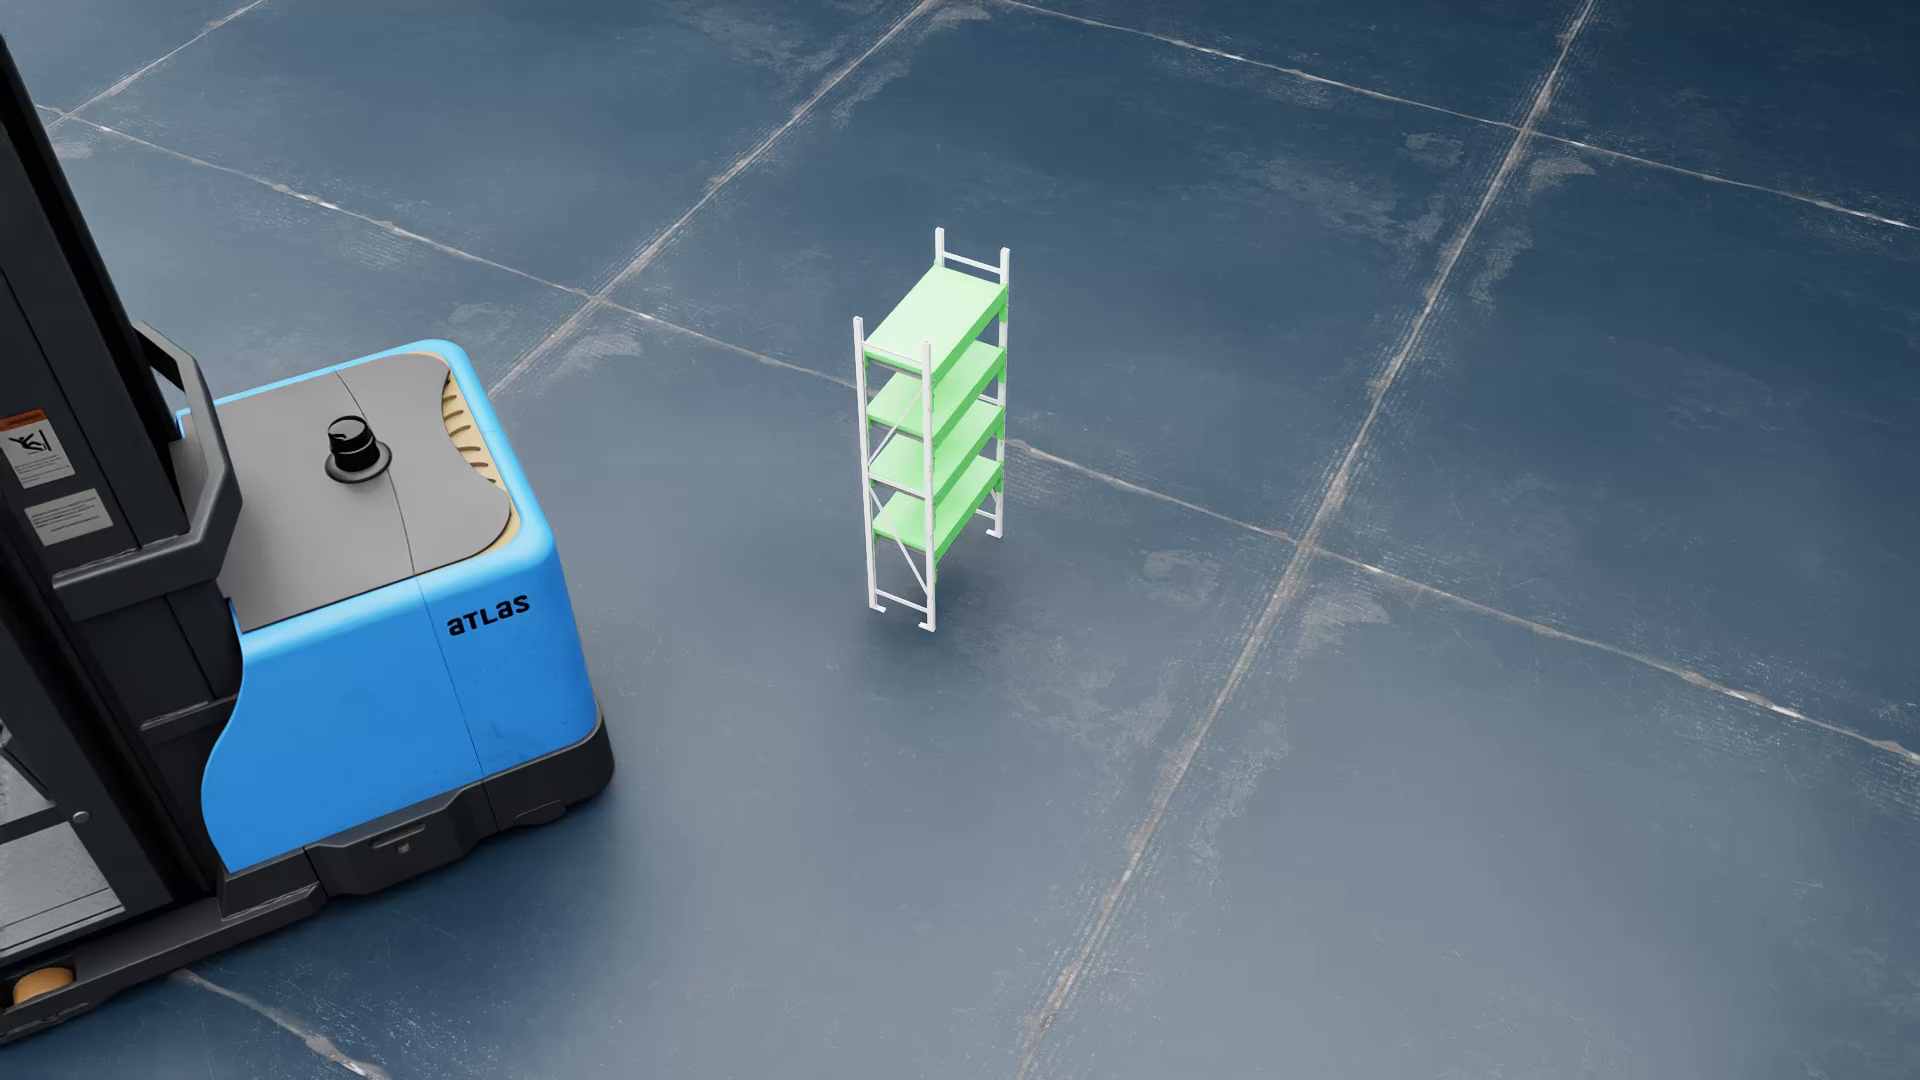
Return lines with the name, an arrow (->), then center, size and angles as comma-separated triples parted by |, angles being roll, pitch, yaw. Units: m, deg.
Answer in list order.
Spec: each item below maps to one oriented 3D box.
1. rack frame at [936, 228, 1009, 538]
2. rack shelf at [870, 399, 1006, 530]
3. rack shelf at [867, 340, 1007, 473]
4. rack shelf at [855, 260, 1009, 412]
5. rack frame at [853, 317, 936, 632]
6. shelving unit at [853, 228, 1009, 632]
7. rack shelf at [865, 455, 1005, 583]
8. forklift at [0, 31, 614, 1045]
rack frame -> 0.036, -0.471, 5.372 | 0.240, 1.200, 0.015 | 20, 49, 19
rack shelf -> -0.077, -0.273, 5.266 | 0.258, 0.148, 0.480 | 20, 49, 19
rack shelf -> -0.077, -0.441, 5.095 | 0.258, 0.148, 0.480 | 20, 49, 19
rack shelf -> -0.077, -0.610, 4.924 | 0.258, 0.148, 0.480 | 20, 49, 19
rack frame -> -0.190, -0.164, 5.068 | 0.240, 1.200, 0.015 | 20, 49, 19
shelving unit -> -0.077, -0.317, 5.220 | 0.258, 1.200, 0.503 | 20, 49, 19
rack shelf -> -0.077, -0.104, 5.436 | 0.258, 0.148, 0.480 | 20, 49, 19
forklift -> -2.583, -0.097, 3.786 | 3.031, 2.935, 1.130 | -20, 49, -19
